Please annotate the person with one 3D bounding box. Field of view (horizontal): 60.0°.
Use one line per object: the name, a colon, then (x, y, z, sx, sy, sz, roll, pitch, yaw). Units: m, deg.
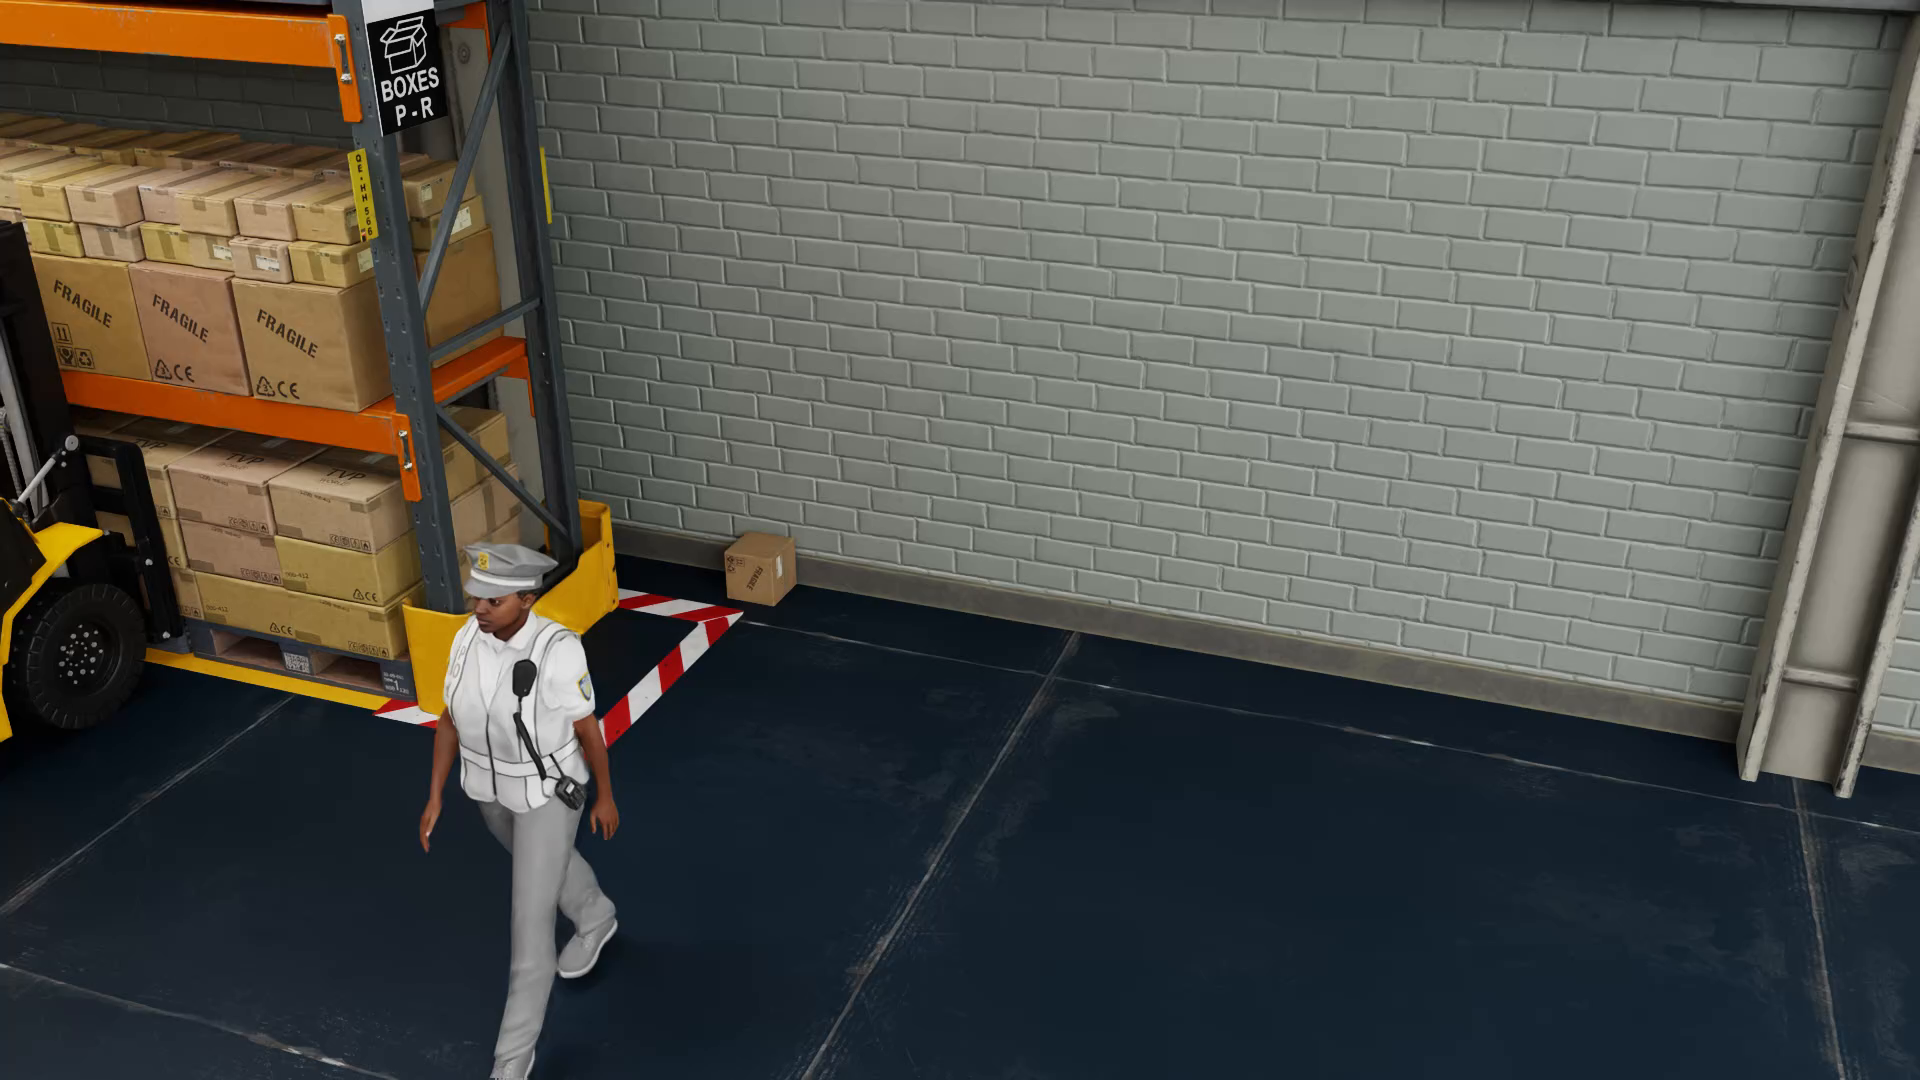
person: (-1.349, 0.777, 4.951, 0.483, 1.651, 0.911, 11, 28, 22)
